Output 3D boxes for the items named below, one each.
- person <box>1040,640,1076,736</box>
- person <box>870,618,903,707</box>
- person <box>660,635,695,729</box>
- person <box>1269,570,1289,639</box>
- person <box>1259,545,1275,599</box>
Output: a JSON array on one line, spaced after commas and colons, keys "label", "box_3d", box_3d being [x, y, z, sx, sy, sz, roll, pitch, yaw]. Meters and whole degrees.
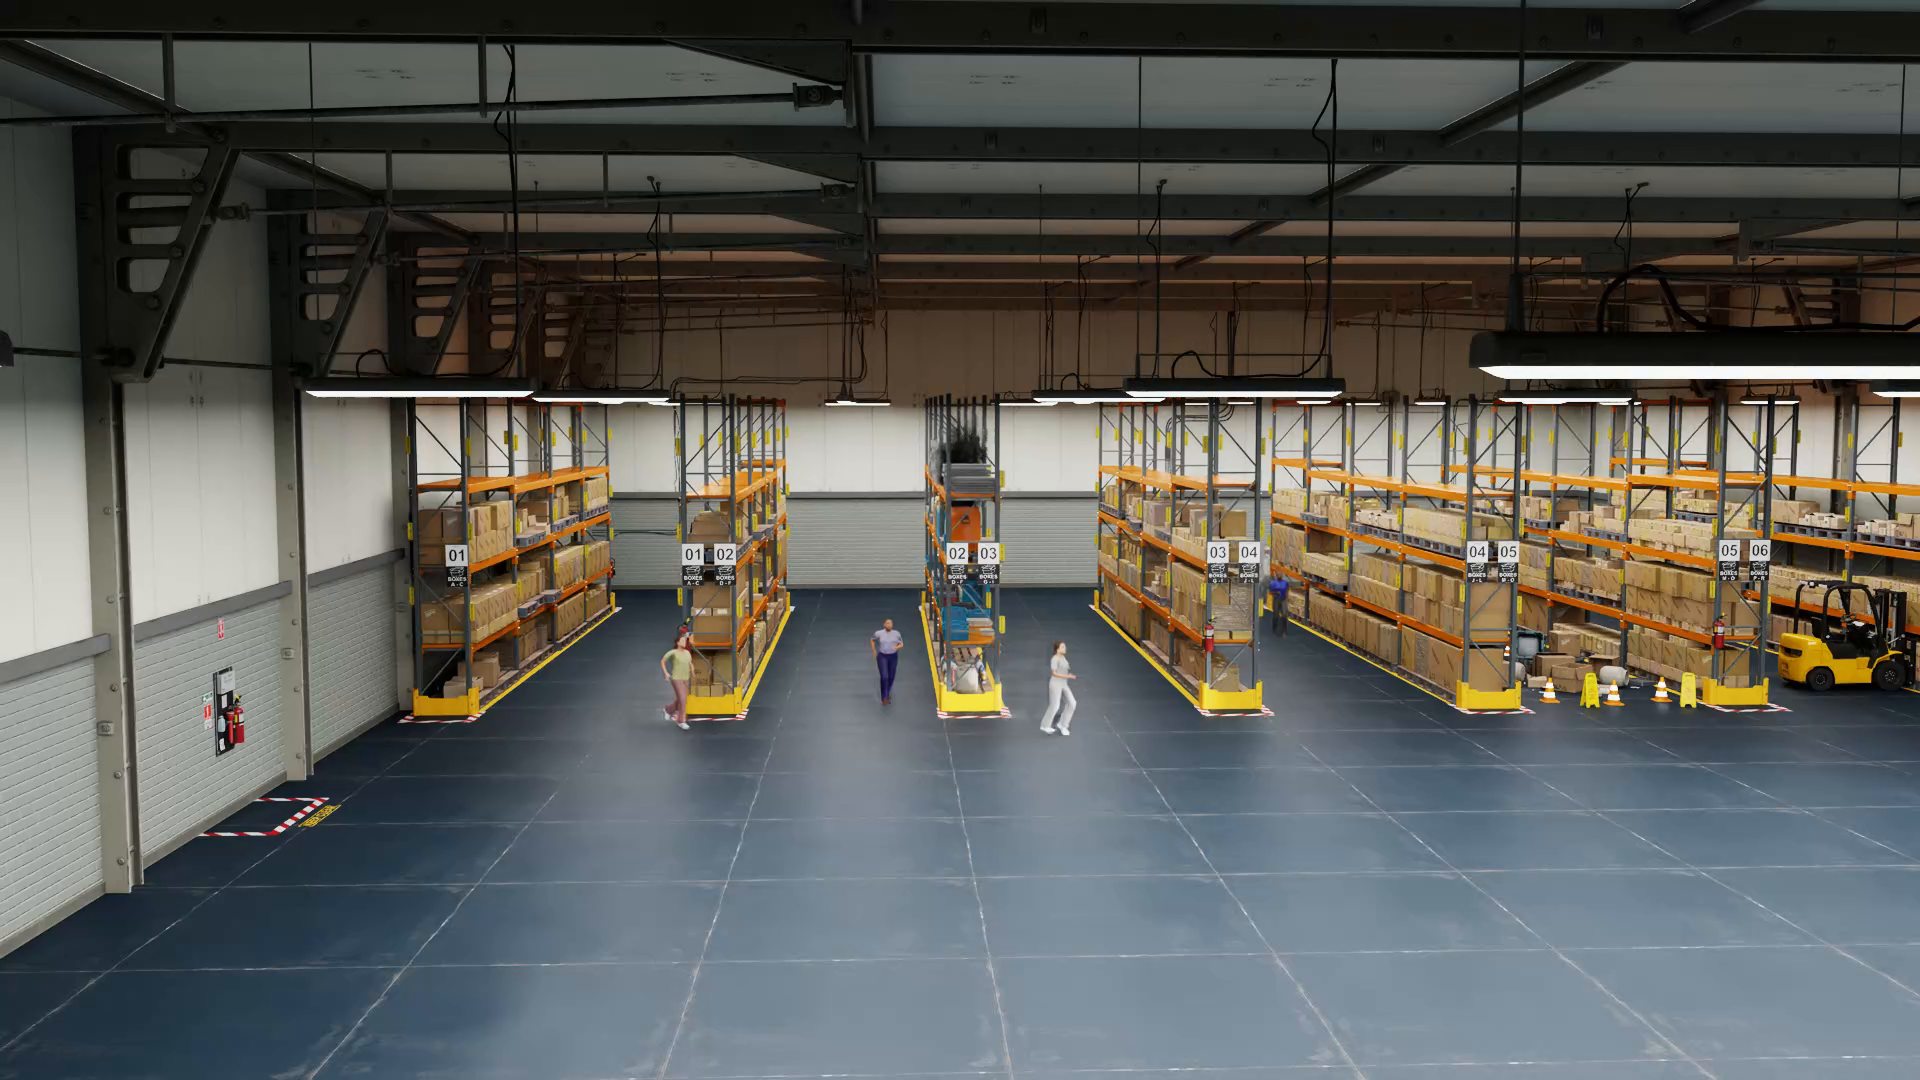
[{"label": "person", "box_3d": [1.743, 2.602, 29.134, 0.712, 1.712, 0.572, 3, 5, 33]}, {"label": "person", "box_3d": [-1.407, 2.358, 32.281, 0.581, 1.712, 0.770, -2, 5, -18]}, {"label": "person", "box_3d": [-5.047, 2.542, 30.030, 0.758, 1.654, 0.620, 4, 6, 43]}, {"label": "person", "box_3d": [8.003, 1.614, 41.715, 0.564, 1.699, 0.794, 0, 5, -1]}, {"label": "person", "box_3d": [9.144, 0.997, 49.138, 0.860, 1.764, 0.782, 0, 5, 1]}]
